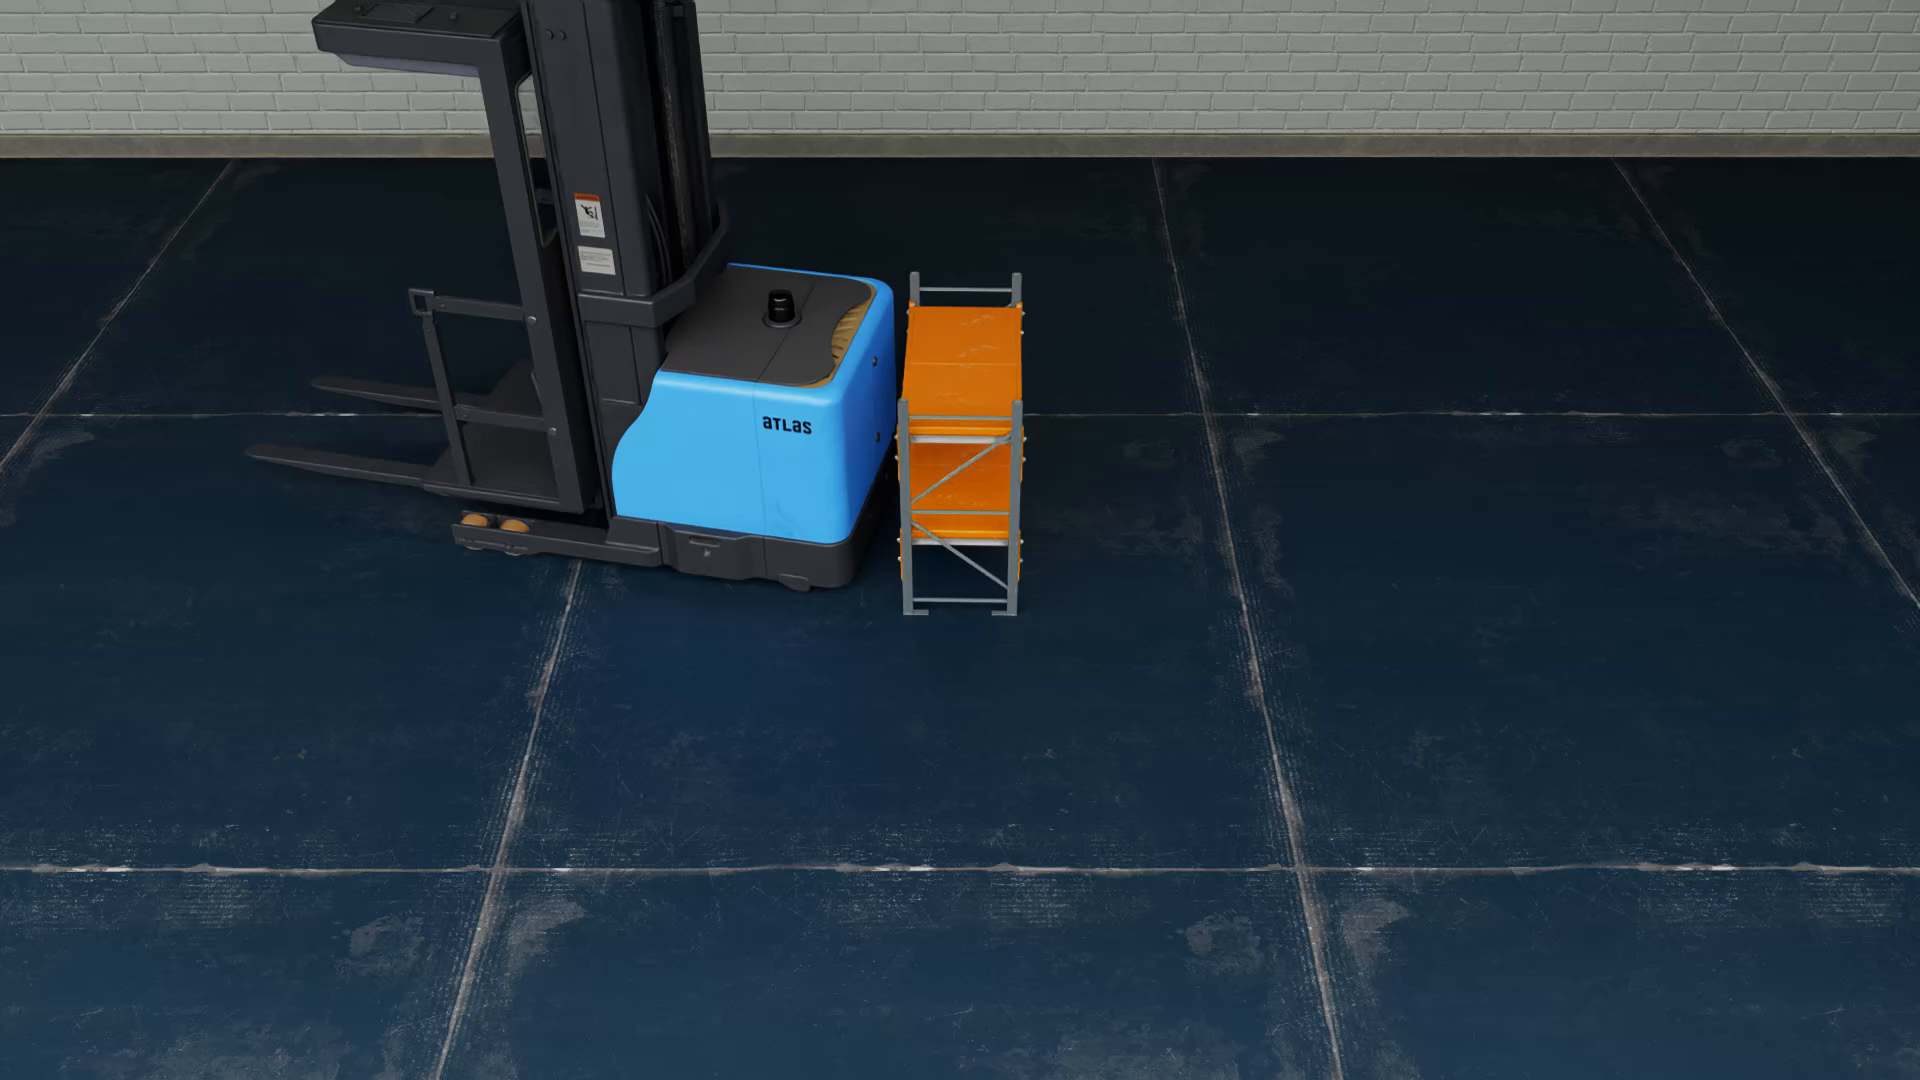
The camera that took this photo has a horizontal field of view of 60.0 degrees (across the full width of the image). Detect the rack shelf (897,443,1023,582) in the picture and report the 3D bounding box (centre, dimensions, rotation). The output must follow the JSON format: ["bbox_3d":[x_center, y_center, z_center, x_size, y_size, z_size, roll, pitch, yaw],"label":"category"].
[{"bbox_3d":[0.013,-0.241,7.543,0.538,0.278,1.000,1,39,1],"label":"rack shelf"}]

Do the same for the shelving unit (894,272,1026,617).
[{"bbox_3d":[0.013,-0.432,7.390,0.538,1.125,1.048,1,39,1],"label":"shelving unit"}]

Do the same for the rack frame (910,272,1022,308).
[{"bbox_3d":[0.025,-0.750,7.786,0.500,1.125,0.032,1,39,1],"label":"rack frame"}]

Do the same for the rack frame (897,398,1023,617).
[{"bbox_3d":[0.001,-0.114,6.993,0.500,1.125,0.032,1,39,1],"label":"rack frame"}]

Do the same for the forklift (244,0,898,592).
[{"bbox_3d":[-1.858,-1.385,7.134,3.031,2.935,1.130,8,39,10],"label":"forklift"}]

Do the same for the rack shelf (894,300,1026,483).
[{"bbox_3d":[0.013,-0.661,7.207,0.538,0.278,1.000,1,39,1],"label":"rack shelf"}]
